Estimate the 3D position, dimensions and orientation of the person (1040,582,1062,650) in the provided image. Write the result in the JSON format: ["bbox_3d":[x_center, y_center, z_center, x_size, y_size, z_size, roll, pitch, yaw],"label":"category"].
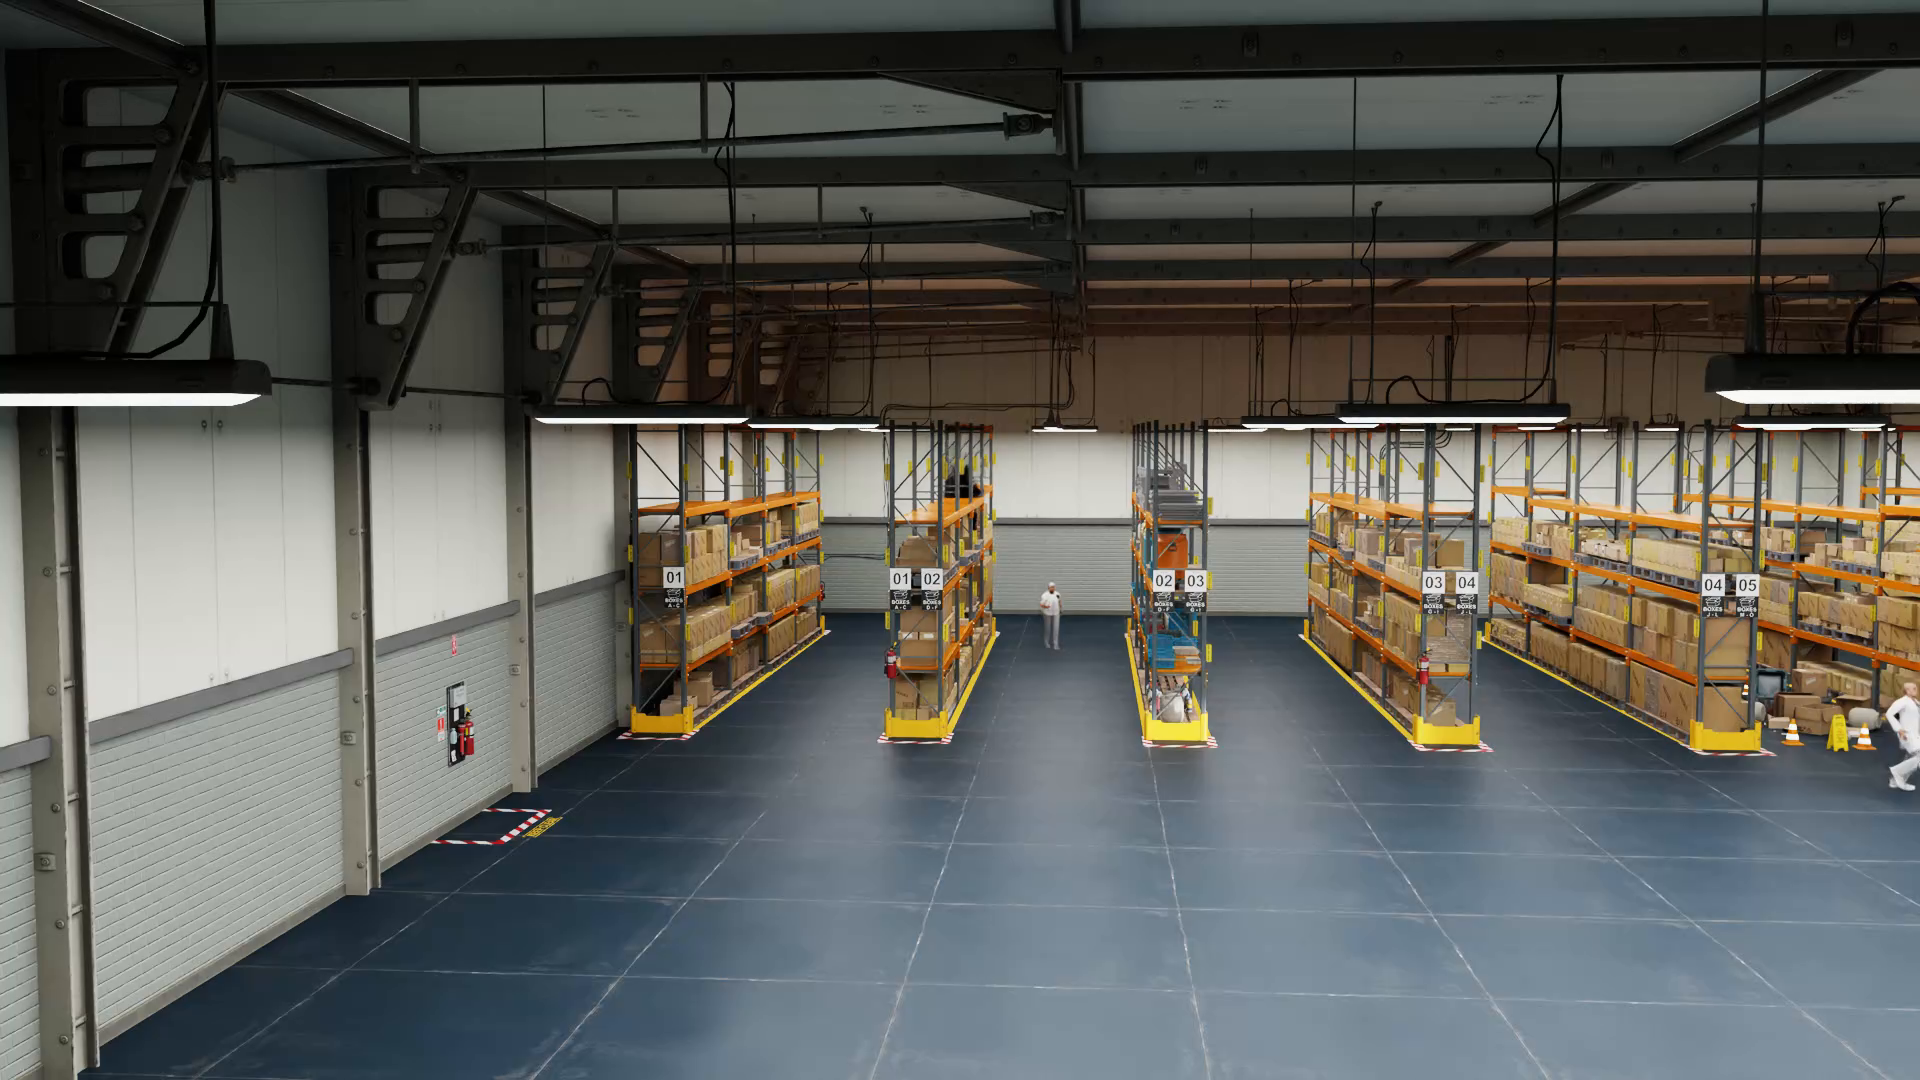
[{"bbox_3d":[2.331,1.935,42.266,0.609,1.696,0.858,-1,4,-9],"label":"person"}]

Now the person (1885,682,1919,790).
[{"bbox_3d":[15.282,3.183,26.660,0.697,1.623,0.662,-3,5,-43],"label":"person"}]
